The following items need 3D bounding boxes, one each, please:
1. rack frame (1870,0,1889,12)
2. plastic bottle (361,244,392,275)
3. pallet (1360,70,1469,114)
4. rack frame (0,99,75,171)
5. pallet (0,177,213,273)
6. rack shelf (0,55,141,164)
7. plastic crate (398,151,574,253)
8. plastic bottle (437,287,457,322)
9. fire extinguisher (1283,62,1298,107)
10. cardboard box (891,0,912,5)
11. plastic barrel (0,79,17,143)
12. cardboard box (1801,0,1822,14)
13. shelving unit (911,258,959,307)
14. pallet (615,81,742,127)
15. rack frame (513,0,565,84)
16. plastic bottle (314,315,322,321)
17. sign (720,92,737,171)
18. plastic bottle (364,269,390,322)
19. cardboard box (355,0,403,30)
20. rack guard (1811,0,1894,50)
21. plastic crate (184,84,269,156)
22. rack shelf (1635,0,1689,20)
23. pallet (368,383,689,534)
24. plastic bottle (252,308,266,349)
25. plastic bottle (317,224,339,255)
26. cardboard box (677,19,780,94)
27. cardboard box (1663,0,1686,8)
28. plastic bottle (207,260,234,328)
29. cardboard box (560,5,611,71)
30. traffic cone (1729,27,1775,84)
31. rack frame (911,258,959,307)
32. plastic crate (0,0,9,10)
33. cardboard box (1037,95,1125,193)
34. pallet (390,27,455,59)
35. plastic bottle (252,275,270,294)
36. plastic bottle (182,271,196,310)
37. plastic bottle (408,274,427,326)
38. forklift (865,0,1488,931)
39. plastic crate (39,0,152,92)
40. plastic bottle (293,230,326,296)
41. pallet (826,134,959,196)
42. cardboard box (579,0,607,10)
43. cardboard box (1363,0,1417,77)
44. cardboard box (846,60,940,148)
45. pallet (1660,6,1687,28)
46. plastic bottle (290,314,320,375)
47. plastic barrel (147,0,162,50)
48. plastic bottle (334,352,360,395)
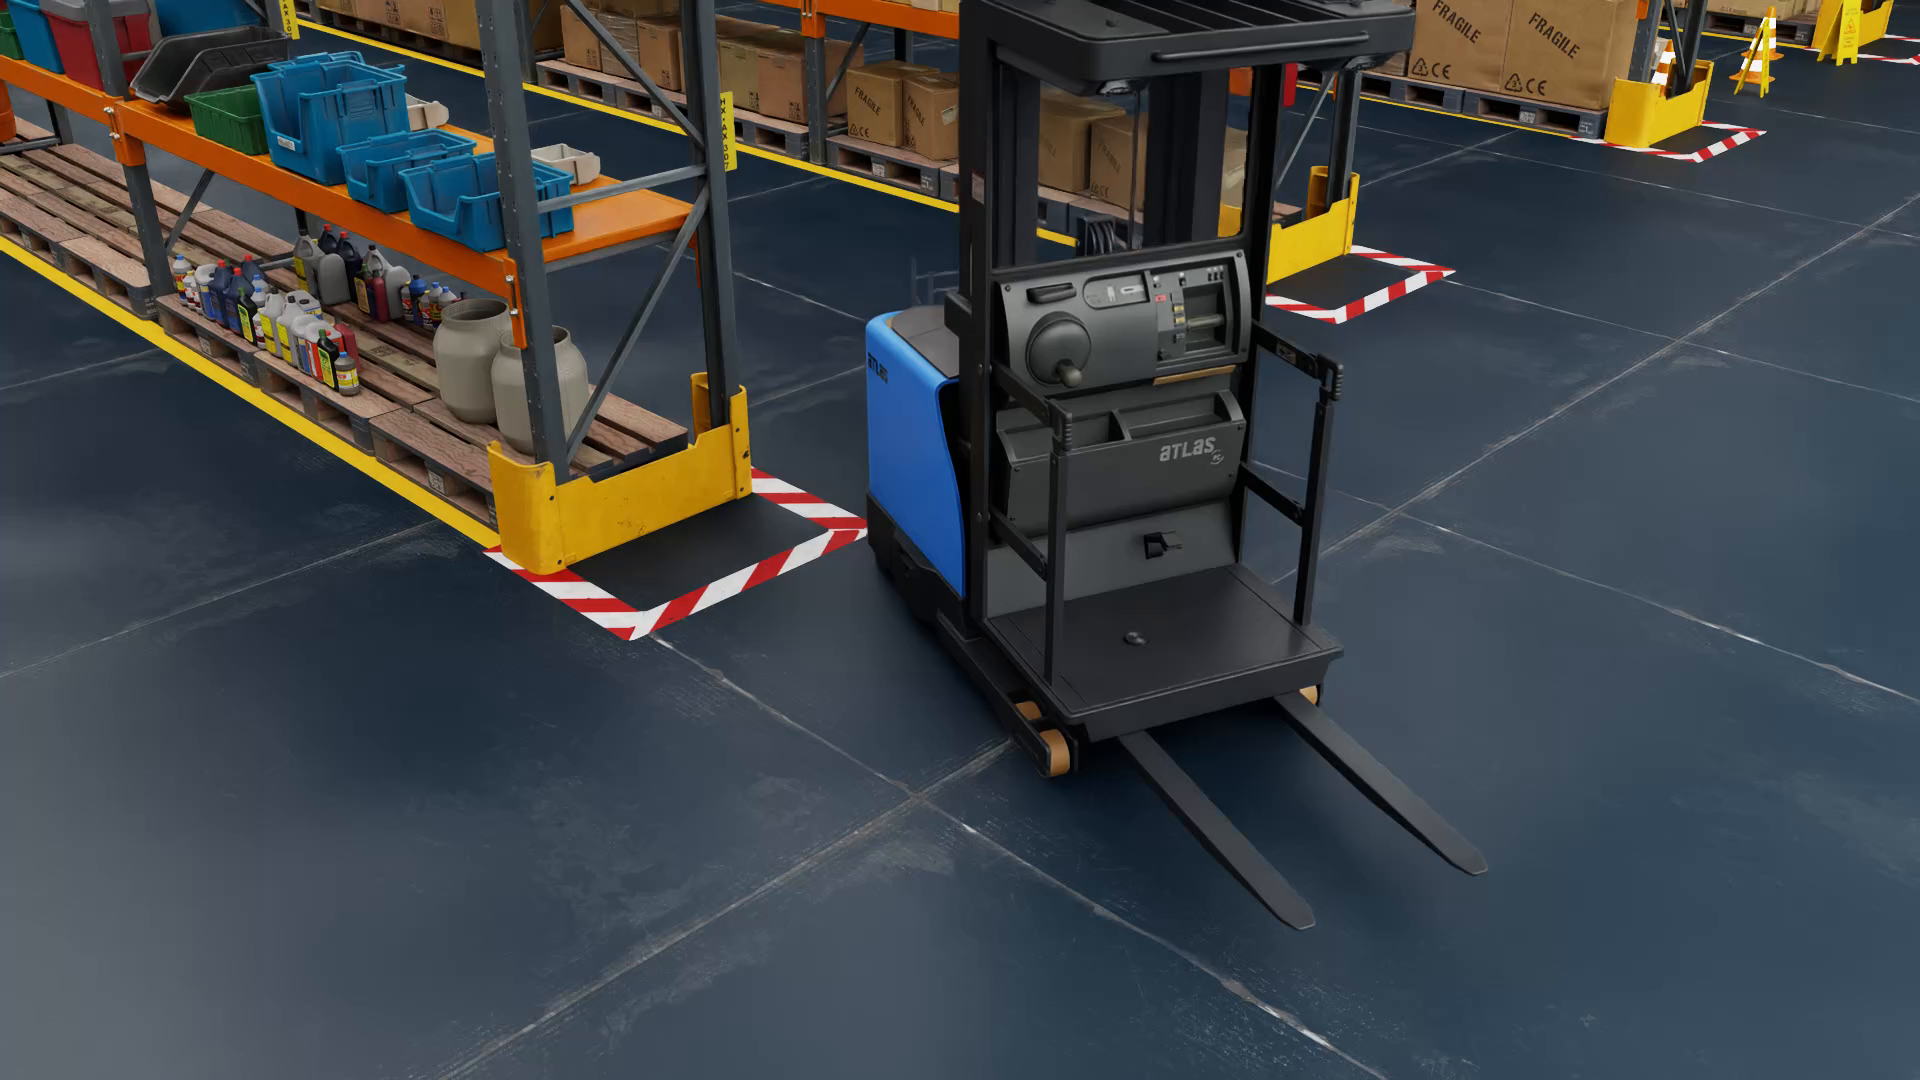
[{"bbox_3d":[9.043,-6.341,16.086,0.127,3.000,1.000,25,36,38],"label":"rack frame"},{"bbox_3d":[-3.201,-1.453,9.164,0.185,0.351,0.144,24,36,38],"label":"plastic bottle"},{"bbox_3d":[4.154,-4.064,14.752,1.213,0.211,1.003,25,36,38],"label":"pallet"},{"bbox_3d":[-7.081,-4.019,11.669,0.127,3.000,1.000,25,36,38],"label":"rack frame"},{"bbox_3d":[-5.691,-2.121,11.056,1.213,0.211,1.003,25,36,38],"label":"pallet"},{"bbox_3d":[-5.655,-3.048,10.596,4.000,0.370,1.077,25,36,38],"label":"rack shelf"},{"bbox_3d":[-1.944,-1.406,6.861,0.616,0.251,0.499,25,36,38],"label":"plastic crate"},{"bbox_3d":[-2.696,-1.202,8.772,0.097,0.271,0.097,0,28,0],"label":"plastic bottle"},{"bbox_3d":[1.854,-2.827,9.487,0.183,0.674,0.296,25,36,38],"label":"fire extinguisher"},{"bbox_3d":[-0.263,-3.839,11.598,0.250,0.149,0.380,25,36,38],"label":"cardboard box"},{"bbox_3d":[-7.442,-3.398,12.370,0.708,0.830,0.600,25,36,38],"label":"plastic barrel"},{"bbox_3d":[8.662,-5.665,17.303,0.500,0.250,0.500,24,36,38],"label":"cardboard box"},{"bbox_3d":[-0.055,-0.617,7.135,0.258,1.200,0.189,-11,30,-21],"label":"shelving unit"},{"bbox_3d":[-2.187,-3.775,14.202,1.213,0.211,1.003,25,36,38],"label":"pallet"},{"bbox_3d":[-3.609,-5.662,14.795,0.127,3.000,1.000,25,36,38],"label":"rack frame"},{"bbox_3d":[-3.321,-1.062,8.580,0.097,0.201,0.097,0,28,0],"label":"plastic bottle"},{"bbox_3d":[-0.988,-1.712,6.985,0.005,0.325,0.100,25,36,38],"label":"sign"},{"bbox_3d":[-3.162,-1.333,9.009,0.133,0.283,0.061,25,36,38],"label":"plastic bottle"},{"bbox_3d":[-5.353,-5.719,16.736,0.875,0.875,1.225,23,36,37],"label":"cardboard box"},{"bbox_3d":[8.989,-5.259,16.715,0.348,0.500,1.175,25,36,38],"label":"rack guard"},{"bbox_3d":[-3.459,-2.083,8.216,0.662,0.188,0.450,25,36,38],"label":"plastic crate"},{"bbox_3d":[4.219,-4.999,14.307,4.000,0.370,1.077,25,36,38],"label":"rack shelf"},{"bbox_3d":[-2.040,-0.450,7.879,1.213,0.211,1.003,25,36,38],"label":"pallet"},{"bbox_3d":[-3.624,-1.107,8.666,0.097,0.201,0.097,0,28,0],"label":"plastic bottle"},{"bbox_3d":[-3.568,-1.621,9.484,0.185,0.351,0.144,23,36,37],"label":"plastic bottle"},{"bbox_3d":[-1.906,-3.997,13.842,0.500,0.500,0.700,21,34,34],"label":"cardboard box"},{"bbox_3d":[7.537,-5.825,17.607,0.500,0.250,0.500,23,35,37],"label":"cardboard box"},{"bbox_3d":[-3.945,-1.335,8.939,0.144,0.351,0.185,-24,36,-38],"label":"plastic bottle"},{"bbox_3d":[-3.117,-4.539,14.872,0.500,0.500,0.700,22,35,36],"label":"cardboard box"},{"bbox_3d":[7.297,-4.451,15.217,0.334,0.463,0.336,25,36,38],"label":"traffic cone"},{"bbox_3d":[-0.091,-0.656,7.209,0.240,1.200,0.006,-11,30,-21],"label":"rack frame"},{"bbox_3d":[-6.144,-3.418,10.459,0.583,0.464,0.402,25,36,38],"label":"plastic crate"},{"bbox_3d":[0.779,-2.735,11.463,0.500,0.500,0.500,-21,34,-35],"label":"cardboard box"},{"bbox_3d":[-4.984,-5.108,16.738,1.213,0.211,1.003,25,36,38],"label":"pallet"},{"bbox_3d":[-3.756,-1.292,8.943,0.097,0.271,0.097,0,28,0],"label":"plastic bottle"},{"bbox_3d":[-4.237,-1.387,9.199,0.097,0.201,0.097,0,28,0],"label":"plastic bottle"},{"bbox_3d":[-2.912,-1.301,8.960,0.097,0.271,0.097,0,28,0],"label":"plastic bottle"},{"bbox_3d":[0.656,-0.709,5.449,1.130,2.935,3.031,-11,30,-21],"label":"forklift"},{"bbox_3d":[-4.789,-2.798,9.280,0.583,0.464,0.402,25,36,38],"label":"plastic crate"},{"bbox_3d":[-3.669,-1.573,9.393,0.185,0.351,0.144,25,36,38],"label":"plastic bottle"},{"bbox_3d":[-0.253,-2.915,12.568,1.213,0.211,1.003,25,36,38],"label":"pallet"},{"bbox_3d":[-3.110,-4.874,14.703,0.500,0.250,0.500,-24,36,-37],"label":"cardboard box"},{"bbox_3d":[3.838,-4.694,14.786,0.875,0.875,0.875,25,37,39],"label":"cardboard box"},{"bbox_3d":[-0.500,-3.293,12.524,0.500,0.500,0.500,23,36,37],"label":"cardboard box"},{"bbox_3d":[7.569,-5.806,18.065,1.213,0.211,1.003,25,36,38],"label":"pallet"},{"bbox_3d":[-3.253,-0.988,8.359,0.135,0.276,0.152,23,36,37],"label":"plastic bottle"},{"bbox_3d":[-4.758,-3.158,9.888,0.433,0.535,0.433,0,28,0],"label":"plastic barrel"},{"bbox_3d":[-2.994,-0.818,8.117,0.097,0.201,0.097,0,28,0],"label":"plastic bottle"}]
